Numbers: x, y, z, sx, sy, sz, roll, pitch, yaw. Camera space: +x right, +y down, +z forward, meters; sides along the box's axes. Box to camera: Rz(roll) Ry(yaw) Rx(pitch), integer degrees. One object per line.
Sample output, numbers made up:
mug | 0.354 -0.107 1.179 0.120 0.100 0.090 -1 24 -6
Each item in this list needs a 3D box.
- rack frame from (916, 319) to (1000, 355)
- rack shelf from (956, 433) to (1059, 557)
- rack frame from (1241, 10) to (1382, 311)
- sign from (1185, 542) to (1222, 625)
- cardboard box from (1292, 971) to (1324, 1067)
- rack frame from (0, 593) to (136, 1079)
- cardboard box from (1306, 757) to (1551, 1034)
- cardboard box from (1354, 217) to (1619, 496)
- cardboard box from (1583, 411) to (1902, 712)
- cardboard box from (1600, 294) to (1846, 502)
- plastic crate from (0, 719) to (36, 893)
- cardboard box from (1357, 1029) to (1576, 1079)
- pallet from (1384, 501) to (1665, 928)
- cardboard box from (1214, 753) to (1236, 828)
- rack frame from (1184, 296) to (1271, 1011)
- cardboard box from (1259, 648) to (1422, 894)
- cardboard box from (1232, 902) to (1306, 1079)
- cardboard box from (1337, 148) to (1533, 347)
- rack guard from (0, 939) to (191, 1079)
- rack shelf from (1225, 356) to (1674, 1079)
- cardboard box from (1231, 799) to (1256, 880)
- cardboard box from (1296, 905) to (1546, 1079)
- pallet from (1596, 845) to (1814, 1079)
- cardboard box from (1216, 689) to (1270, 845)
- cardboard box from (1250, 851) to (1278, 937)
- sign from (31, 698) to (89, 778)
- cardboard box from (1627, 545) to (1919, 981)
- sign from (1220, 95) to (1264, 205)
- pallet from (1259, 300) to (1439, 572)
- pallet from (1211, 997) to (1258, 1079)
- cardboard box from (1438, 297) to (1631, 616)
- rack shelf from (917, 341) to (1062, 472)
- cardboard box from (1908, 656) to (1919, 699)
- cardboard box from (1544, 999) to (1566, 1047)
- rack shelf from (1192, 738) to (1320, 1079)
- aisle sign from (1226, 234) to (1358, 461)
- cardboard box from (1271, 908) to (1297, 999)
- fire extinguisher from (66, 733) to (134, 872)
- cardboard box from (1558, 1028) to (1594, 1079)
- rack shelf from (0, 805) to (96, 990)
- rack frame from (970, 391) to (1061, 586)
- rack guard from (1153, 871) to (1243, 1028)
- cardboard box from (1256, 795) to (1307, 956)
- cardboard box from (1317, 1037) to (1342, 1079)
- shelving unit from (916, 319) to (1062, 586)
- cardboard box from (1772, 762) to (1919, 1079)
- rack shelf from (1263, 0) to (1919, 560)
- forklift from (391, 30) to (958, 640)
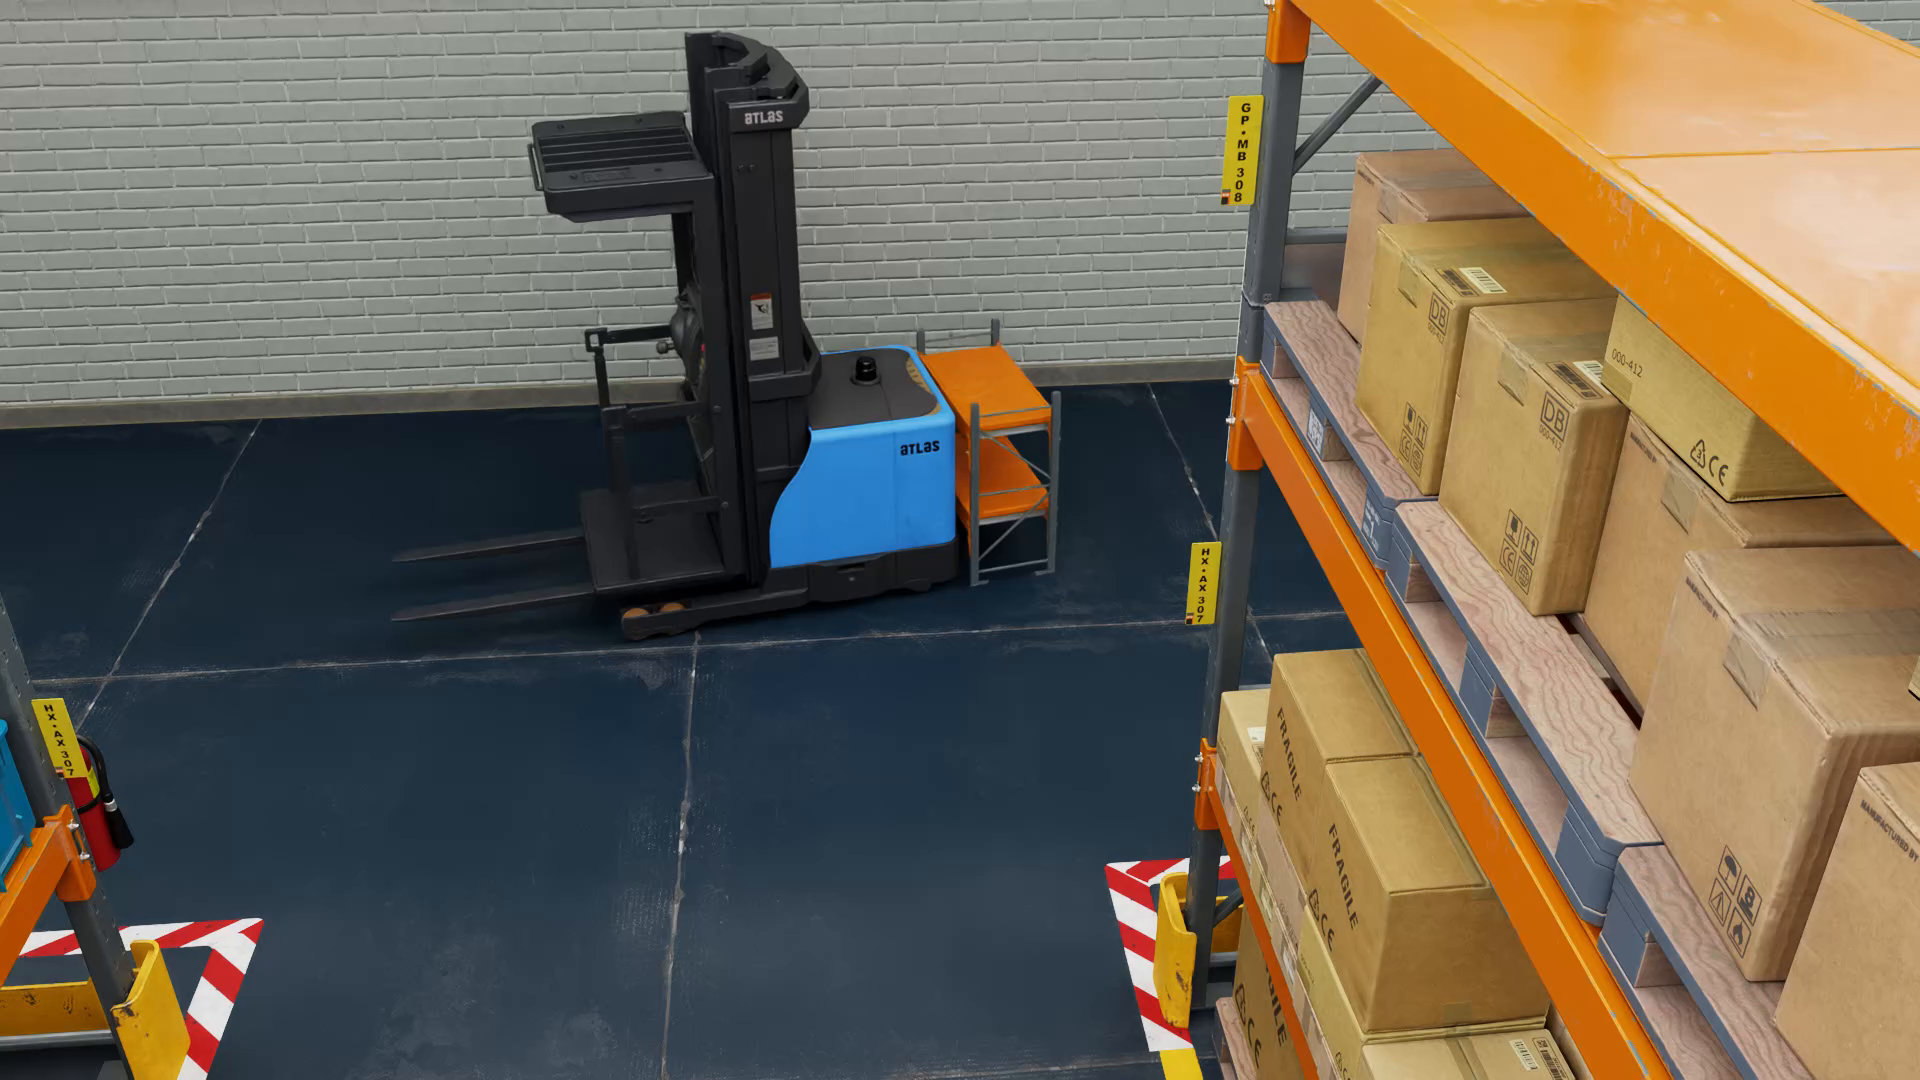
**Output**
rack frame | -0.010 -0.767 9.937 0.500 1.125 0.032 -9 32 -15
rack shelf | 0.144 -0.308 9.647 0.538 0.278 1.000 -9 32 -15
rack frame | 1.380 -2.044 4.397 1.000 3.000 0.127 -3 31 -5
sign | 0.827 0.149 5.654 0.100 0.325 0.005 -3 31 -5
cardboard box | 1.183 1.361 4.792 0.380 0.149 0.250 -3 31 -6
rack frame | -3.551 0.769 5.538 1.000 3.000 0.127 -3 31 -5
cardboard box | 1.258 0.924 4.404 0.500 0.500 0.500 -4 31 -6
cardboard box | 1.415 -0.466 4.076 0.700 0.500 0.500 -4 31 -6
cardboard box | 1.668 0.075 3.170 0.700 0.500 0.500 -1 31 -2
cardboard box | 1.559 -0.312 3.087 0.500 0.250 0.500 -4 31 -6
plastic crate | -3.334 0.890 5.242 0.616 0.435 0.499 -3 31 -5
cardboard box | 1.309 1.514 4.146 0.500 0.250 0.500 -3 31 -6
pallet | 1.577 0.284 3.510 1.003 0.211 1.213 -3 31 -5
cardboard box | 1.085 0.837 5.670 0.380 0.149 0.250 -2 31 -4
rack frame | 1.380 0.532 5.935 1.000 3.000 0.127 -3 31 -5
cardboard box | 1.203 0.660 4.846 0.500 0.500 0.500 -3 31 -6
cardboard box | 1.520 1.586 5.832 0.875 0.875 0.875 -3 31 -5
cardboard box | 1.482 -0.759 4.567 0.700 0.500 0.500 -5 31 -8
rack guard | -3.566 1.830 6.199 1.175 0.500 0.348 -3 31 -5
rack shelf | 1.567 0.574 3.641 1.077 0.370 4.000 -3 31 -5
cardboard box | 1.110 0.967 5.451 0.380 0.149 0.250 -3 31 -5
cardboard box | 1.255 1.248 4.592 0.500 0.250 0.500 -4 31 -6
pallet | 1.688 0.906 2.470 1.003 0.211 1.213 -3 31 -5
cardboard box | 1.156 0.726 5.466 0.500 0.250 0.500 -4 31 -6
cardboard box | 1.135 1.098 5.232 0.380 0.149 0.250 -3 31 -6
sign | -3.005 0.664 5.554 0.100 0.325 0.005 -3 31 -5
cardboard box | 1.575 0.348 2.712 0.700 0.500 0.500 -1 31 -2
sign | 0.827 -1.142 4.882 0.100 0.325 0.005 -3 31 -5
pallet | 1.460 -0.340 4.556 1.003 0.211 1.213 -3 31 -5
pallet | 1.533 2.133 5.973 1.003 0.211 1.213 -3 31 -5
cardboard box | 1.511 -0.205 3.638 0.700 0.500 0.500 -5 31 -8
rack shelf | 0.144 -0.770 9.371 0.538 0.278 1.000 -9 32 -15
cardboard box | 1.673 0.217 2.200 0.500 0.250 0.500 -5 31 -8
cardboard box | 1.785 1.222 4.636 0.500 0.250 0.500 -4 31 -6
rack shelf | 1.567 1.862 4.410 1.077 0.370 4.000 -3 31 -5
aisle sign | 1.075 -0.607 5.306 0.394 0.787 0.004 -3 31 -5
cardboard box | 1.160 1.231 5.009 0.380 0.149 0.250 -3 31 -5
fire extinguisher | -3.113 0.863 5.819 0.296 0.674 0.183 -3 31 -5
cardboard box | 1.837 1.488 4.191 0.500 0.250 0.500 -3 31 -4
rack shelf | -3.364 2.099 4.013 1.077 0.370 4.000 -3 31 -5
rack frame | 0.297 -0.270 9.105 0.500 1.125 0.032 -9 32 -15
rack guard | 1.378 1.592 6.597 1.175 0.500 0.348 -3 31 -5
cardboard box | 1.212 0.991 5.022 0.500 0.250 0.500 -3 31 -5
cardboard box | 1.208 1.493 4.571 0.380 0.149 0.250 -3 31 -5
shelving unit | 0.144 -0.518 9.521 0.538 1.125 1.048 -9 32 -15
cardboard box | 1.621 0.623 2.252 0.700 0.500 0.500 -5 31 -8
rack shelf | 1.567 -0.542 2.974 1.077 0.370 4.000 -3 31 -5
forklift | -1.585 -1.028 8.613 3.031 2.935 1.130 -8 32 -14
